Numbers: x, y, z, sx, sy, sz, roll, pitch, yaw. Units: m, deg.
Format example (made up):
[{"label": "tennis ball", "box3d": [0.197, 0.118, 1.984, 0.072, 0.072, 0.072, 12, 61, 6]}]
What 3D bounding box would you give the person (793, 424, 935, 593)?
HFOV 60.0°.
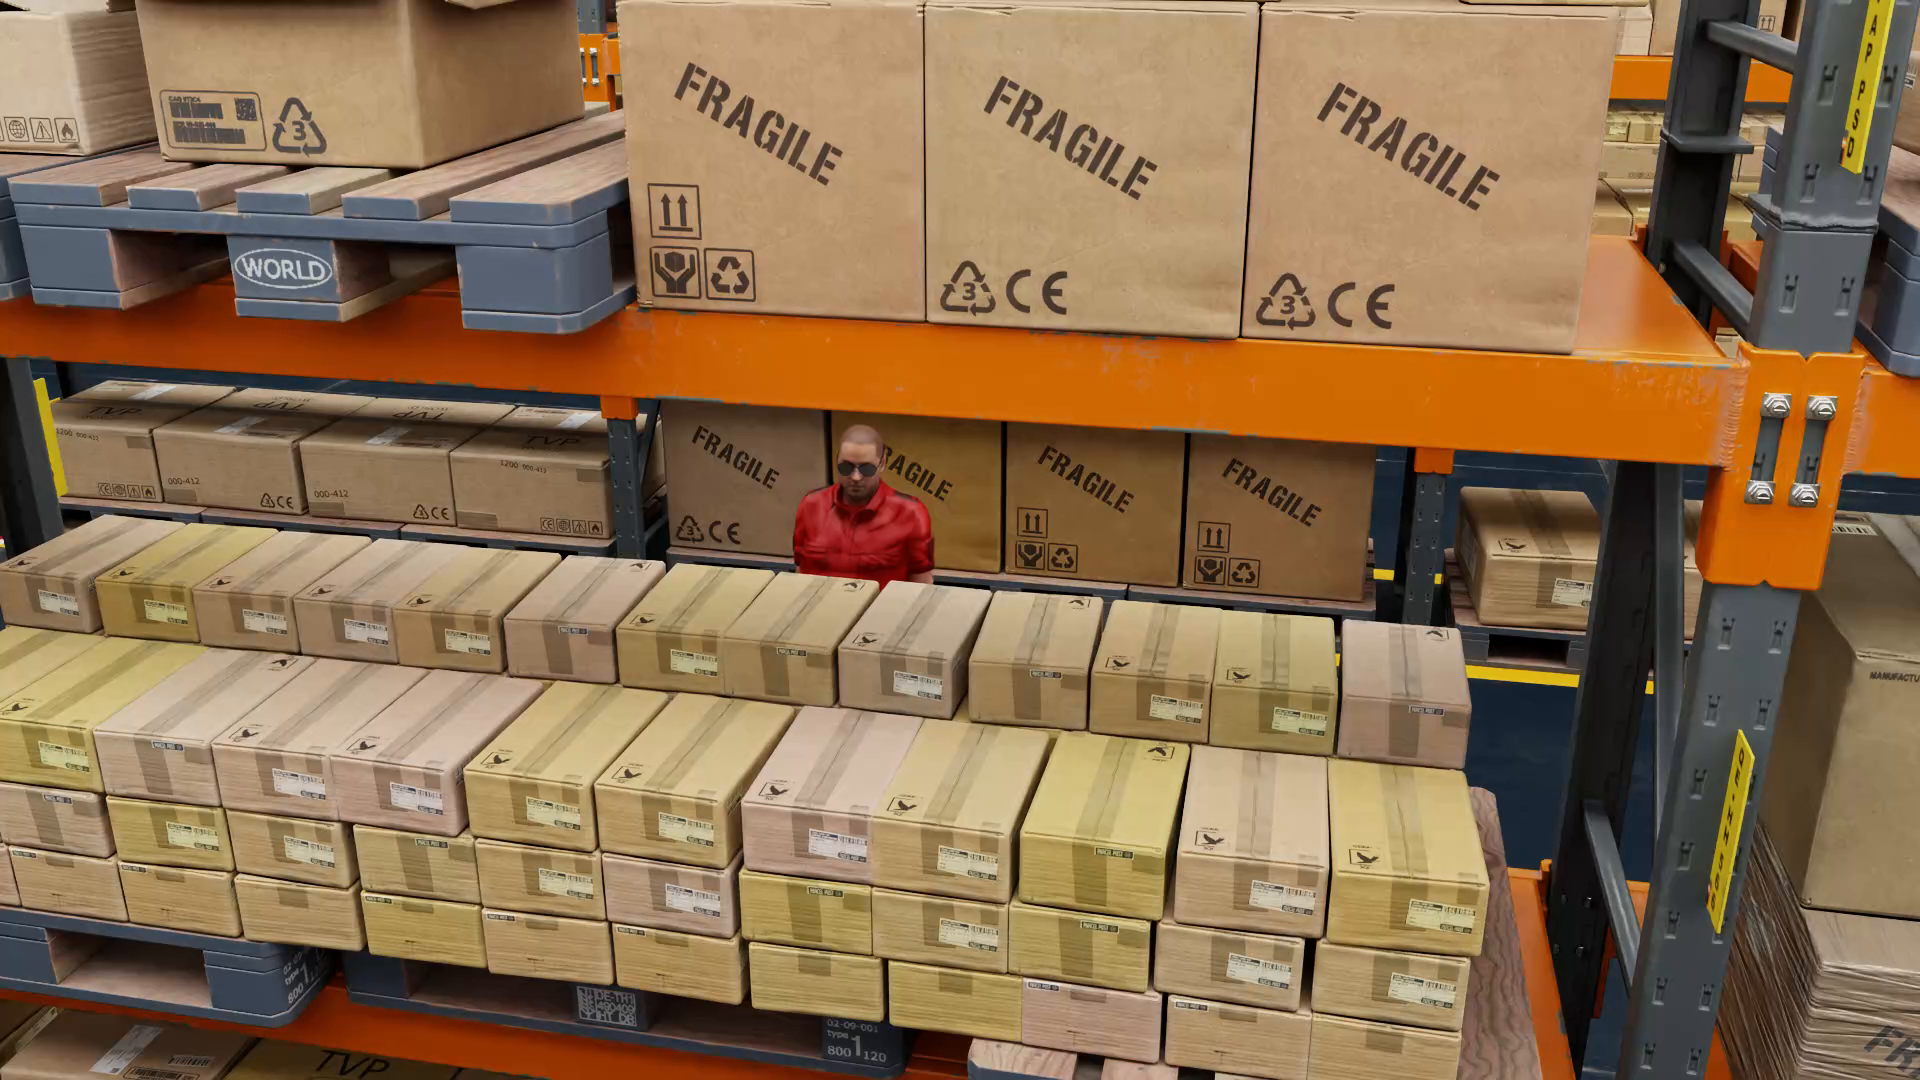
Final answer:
[{"label": "person", "box3d": [-0.359, 0.423, 6.053, 0.527, 1.733, 0.360, 5, 22, 12]}]
